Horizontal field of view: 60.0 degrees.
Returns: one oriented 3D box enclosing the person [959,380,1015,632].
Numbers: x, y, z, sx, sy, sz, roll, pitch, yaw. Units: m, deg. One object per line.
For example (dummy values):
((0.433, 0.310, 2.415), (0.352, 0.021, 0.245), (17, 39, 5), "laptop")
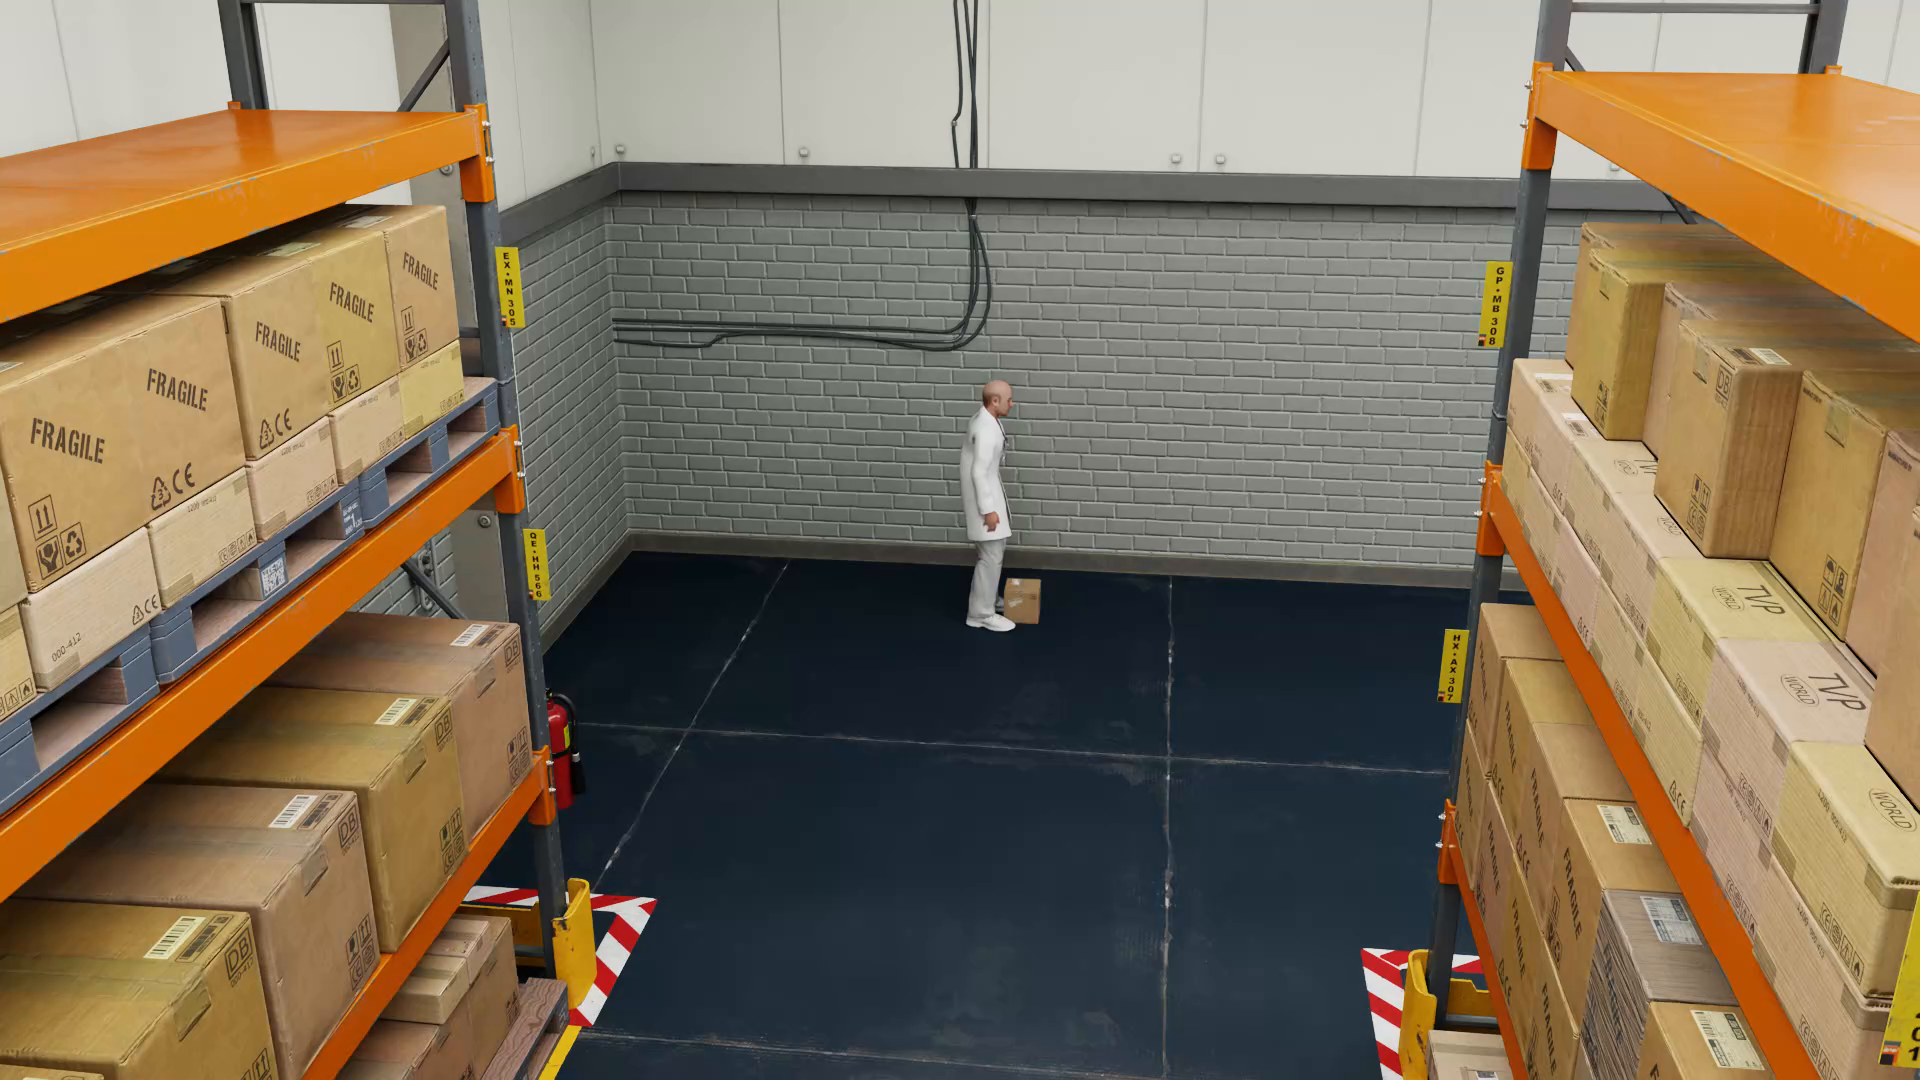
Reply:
((0.208, -0.272, 11.820), (0.433, 1.772, 0.643), (1, 21, 4), "person")
